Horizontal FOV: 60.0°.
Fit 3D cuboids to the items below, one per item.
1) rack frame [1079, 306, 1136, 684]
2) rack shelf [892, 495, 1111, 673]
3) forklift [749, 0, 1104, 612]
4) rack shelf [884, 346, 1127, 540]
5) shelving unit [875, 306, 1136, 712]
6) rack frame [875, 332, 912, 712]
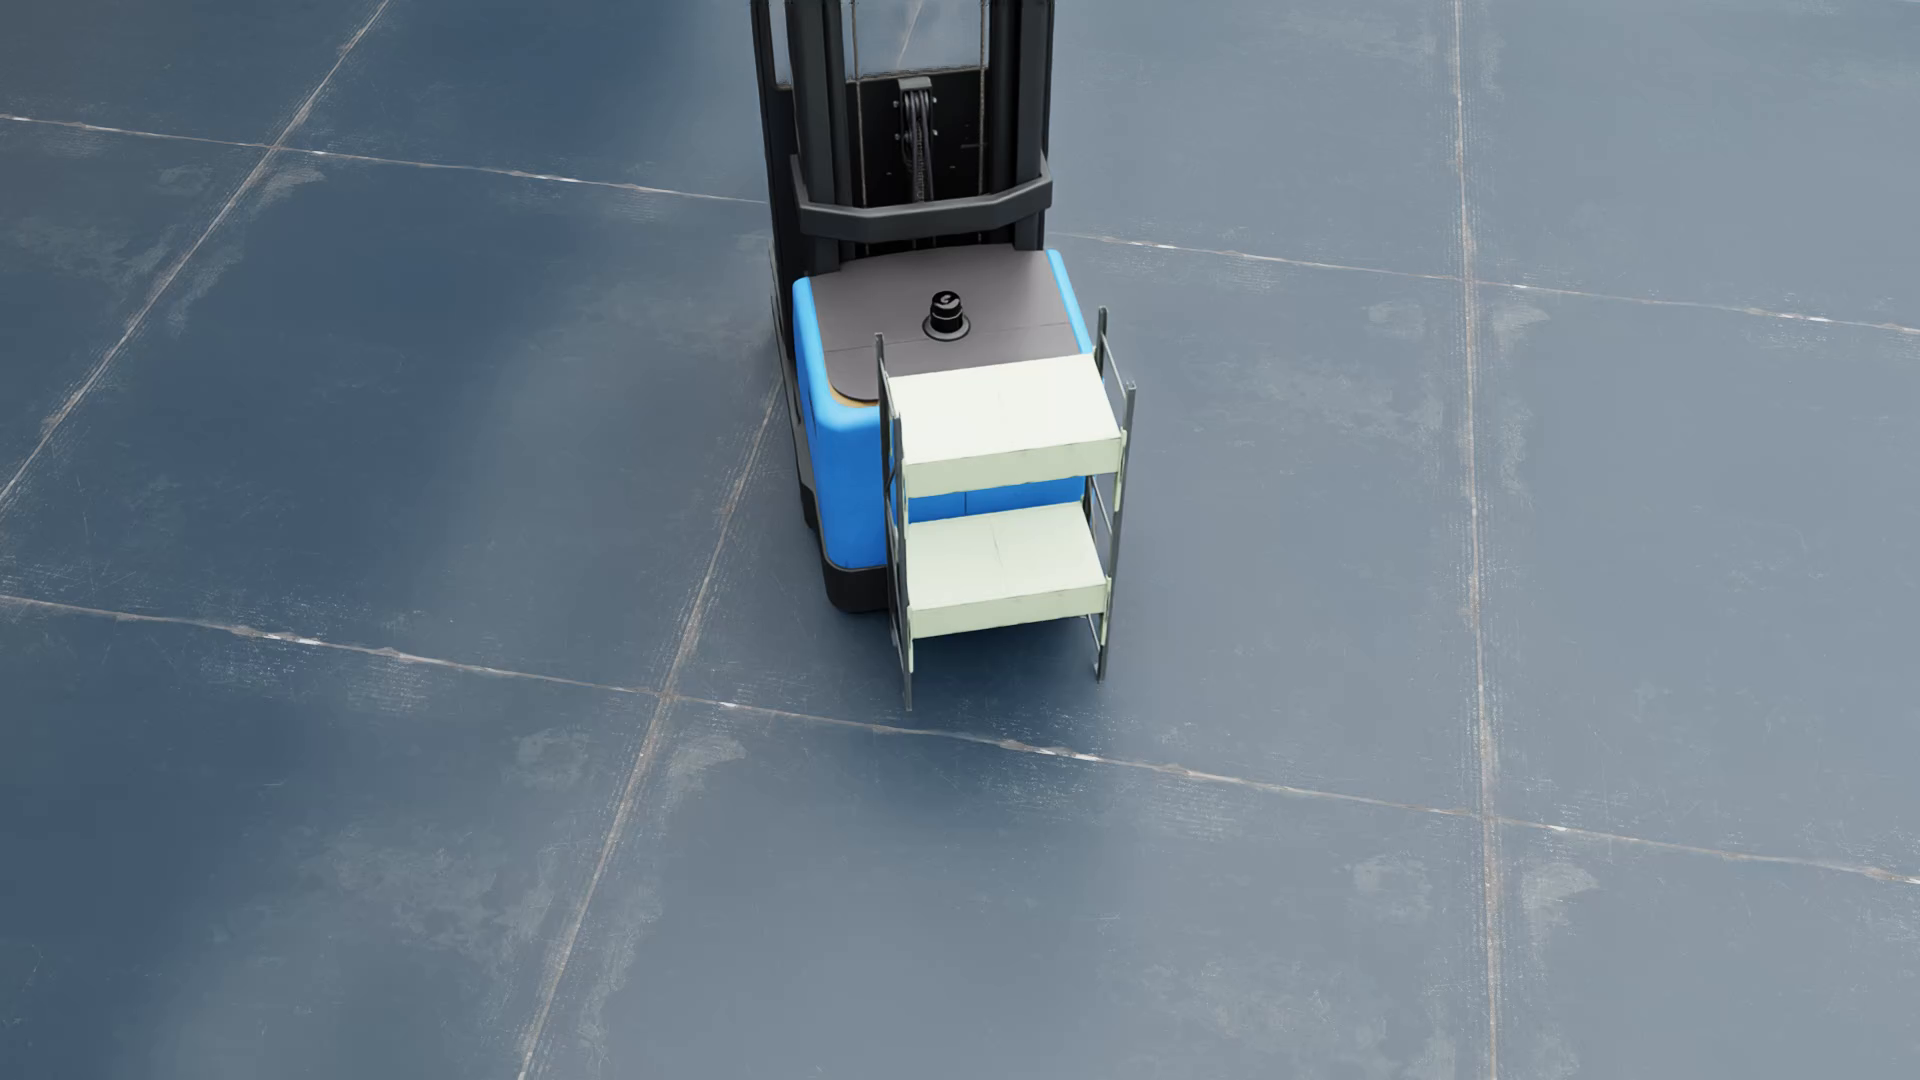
[{"bbox_3d":[0.497,-0.110,5.813,0.023,1.500,0.400,-8,49,-7],"label":"rack frame"},{"bbox_3d":[0.137,0.156,6.012,0.720,0.370,0.431,-8,49,-7],"label":"rack shelf"},{"bbox_3d":[-0.247,-1.820,6.387,1.130,2.935,3.031,-8,49,-7],"label":"forklift"},{"bbox_3d":[0.137,-0.323,5.479,0.720,0.370,0.431,-8,49,-7],"label":"rack shelf"},{"bbox_3d":[0.137,-0.062,5.769,0.755,1.500,0.431,-8,49,-7],"label":"shelving unit"},{"bbox_3d":[-0.224,-0.013,5.726,0.023,1.500,0.400,-8,49,-7],"label":"rack frame"}]
